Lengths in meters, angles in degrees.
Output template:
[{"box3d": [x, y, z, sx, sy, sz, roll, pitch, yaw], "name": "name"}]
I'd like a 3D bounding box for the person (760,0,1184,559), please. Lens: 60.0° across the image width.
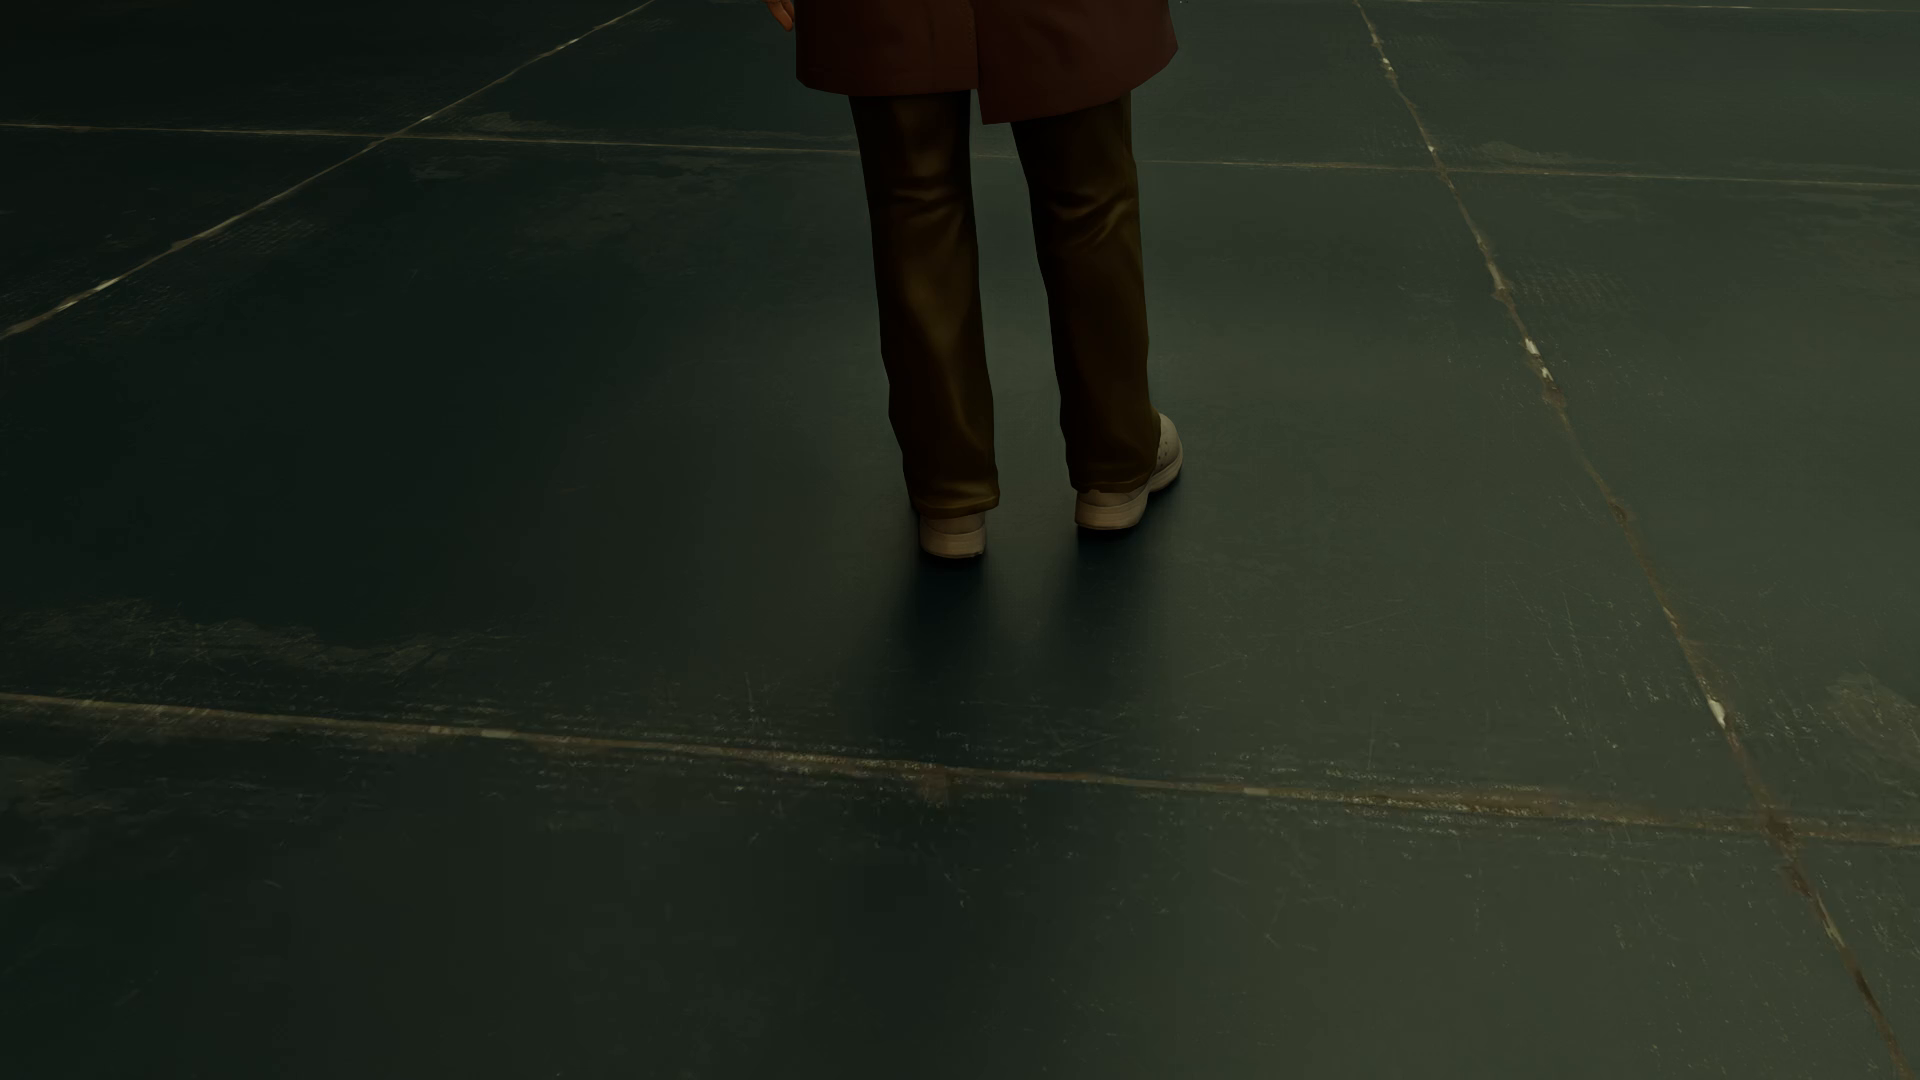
[{"box3d": [0.017, -0.842, 2.180, 0.696, 1.775, 0.582, 3, 27, 7], "name": "person"}]
